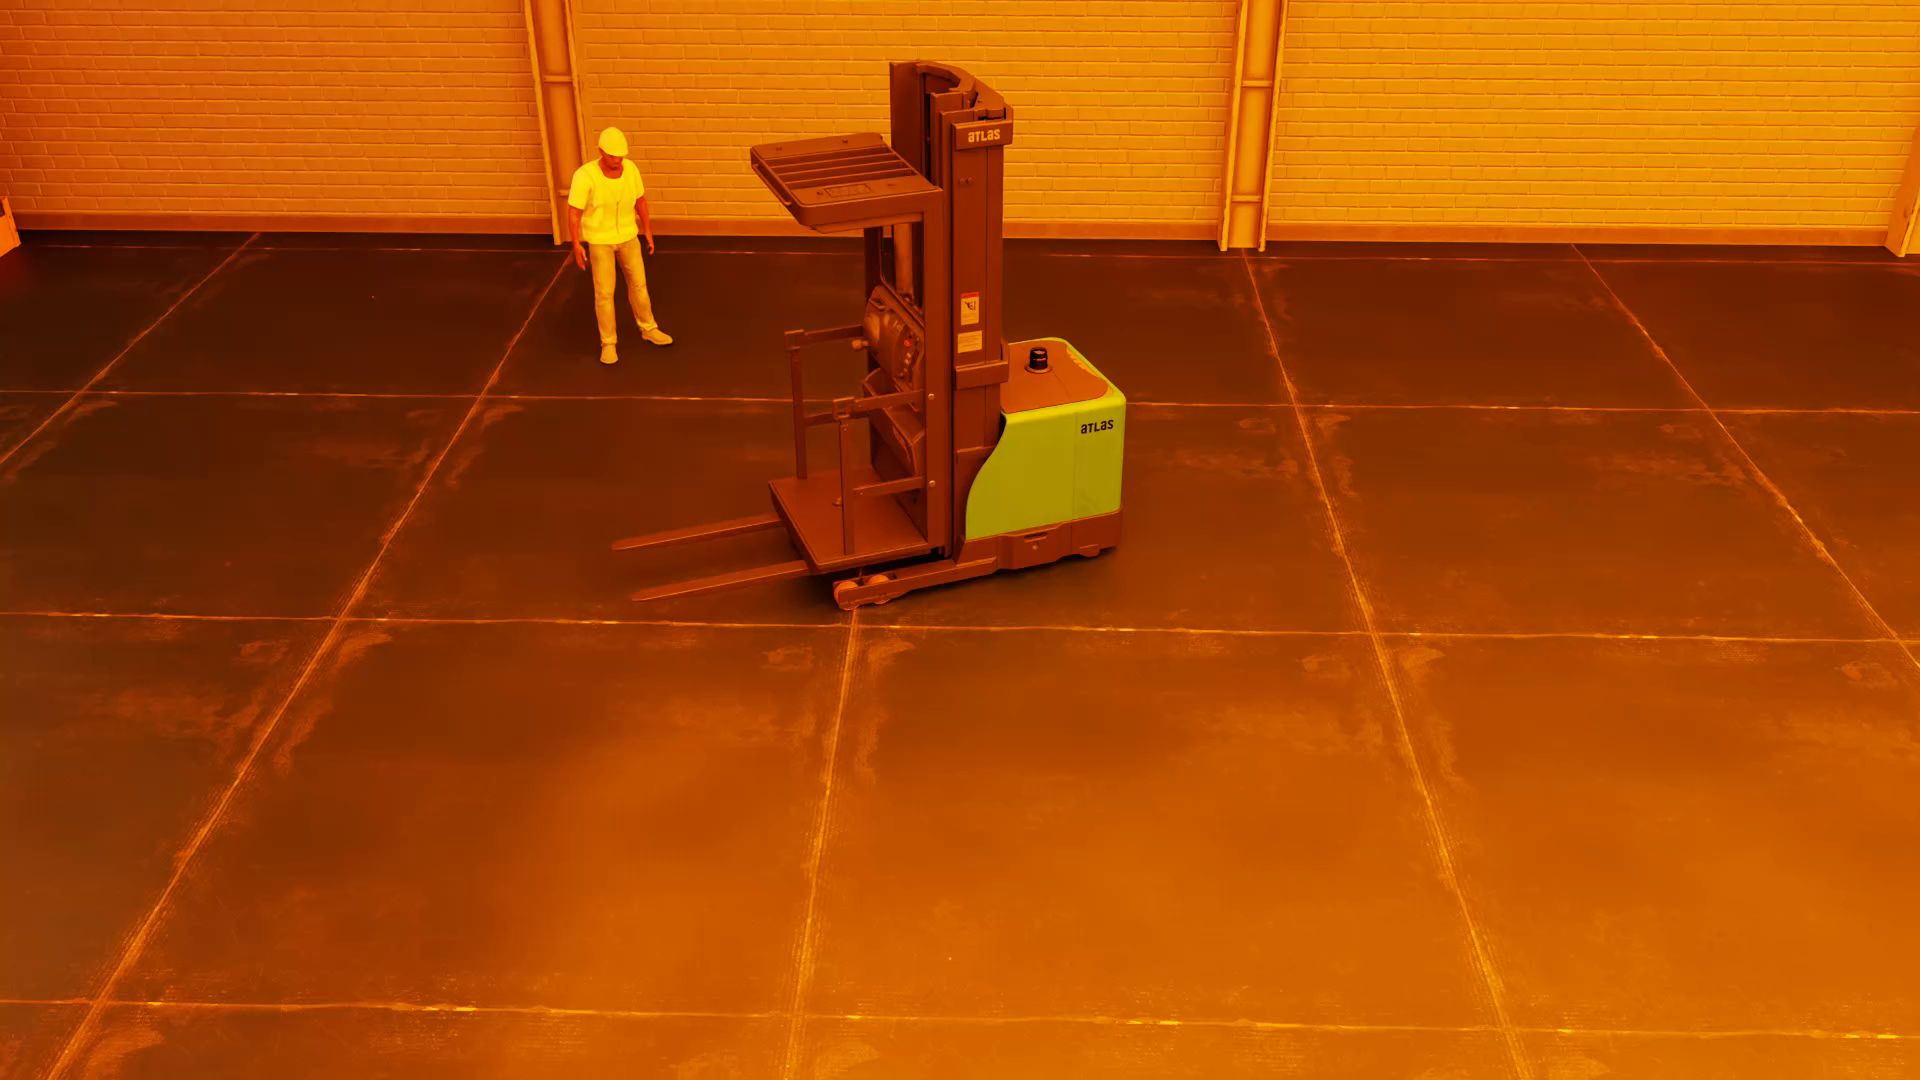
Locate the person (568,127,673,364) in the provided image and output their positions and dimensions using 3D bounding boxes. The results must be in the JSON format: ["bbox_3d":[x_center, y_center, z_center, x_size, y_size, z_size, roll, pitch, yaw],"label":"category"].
[{"bbox_3d":[-2.607,-2.263,12.602,0.677,1.766,0.470,-21,37,-31],"label":"person"}]

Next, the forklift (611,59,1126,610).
[{"bbox_3d":[-0.569,-1.153,9.570,3.031,2.935,1.130,-11,32,-18],"label":"forklift"}]
